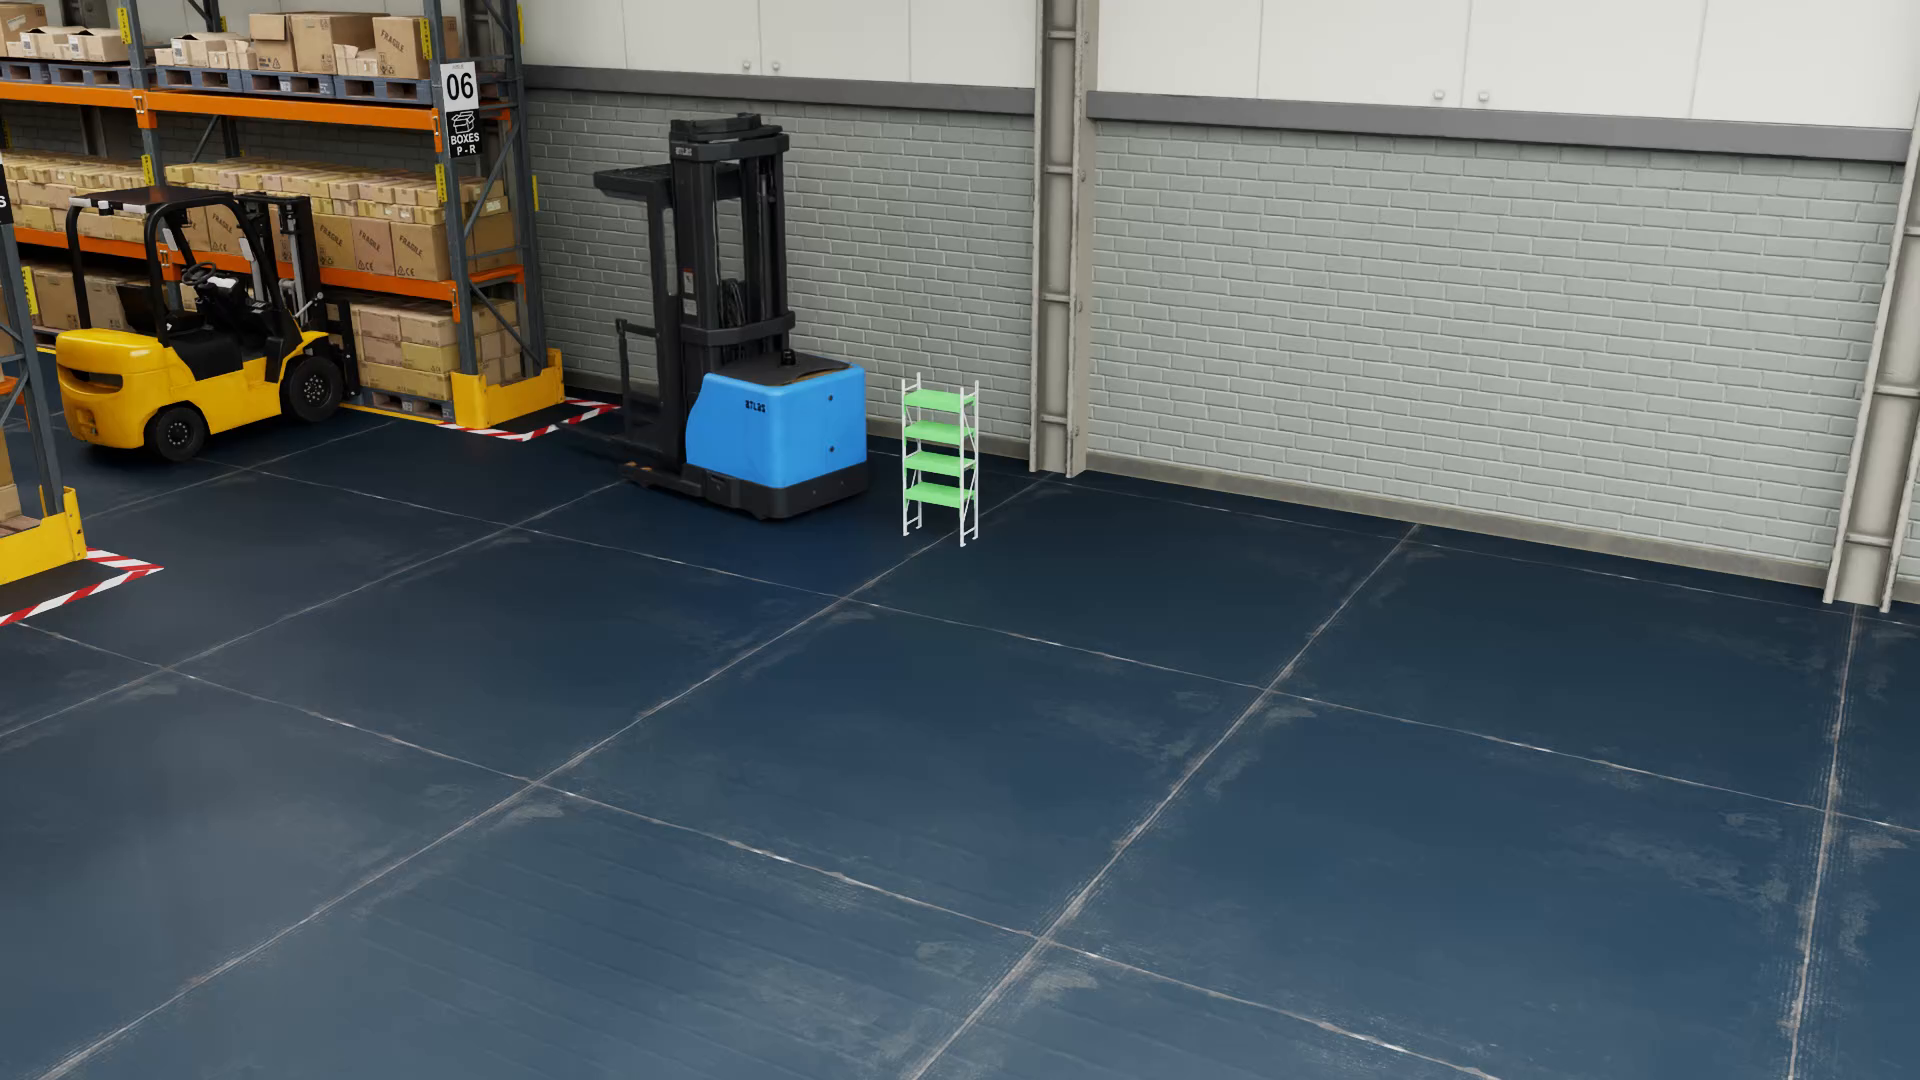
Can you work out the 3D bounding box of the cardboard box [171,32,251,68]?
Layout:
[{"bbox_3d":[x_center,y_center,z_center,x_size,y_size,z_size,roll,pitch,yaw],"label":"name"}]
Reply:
[{"bbox_3d":[-7.129,-4.683,15.846,0.500,0.311,0.500,11,23,28],"label":"cardboard box"}]

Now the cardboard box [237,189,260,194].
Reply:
[{"bbox_3d":[-6.711,-3.317,16.013,0.250,0.149,0.380,11,22,27],"label":"cardboard box"}]

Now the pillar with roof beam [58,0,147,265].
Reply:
[{"bbox_3d":[-11.751,-5.537,14.432,0.400,9.000,9.100,11,23,27],"label":"pillar with roof beam"}]

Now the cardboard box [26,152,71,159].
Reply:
[{"bbox_3d":[-10.119,-4.213,18.483,0.250,0.149,0.380,10,22,26],"label":"cardboard box"}]

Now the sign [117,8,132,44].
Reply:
[{"bbox_3d":[-7.993,-4.919,15.909,0.005,0.325,0.100,11,23,27],"label":"sign"}]

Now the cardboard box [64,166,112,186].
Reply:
[{"bbox_3d":[-9.058,-3.784,17.301,0.250,0.149,0.380,10,22,26],"label":"cardboard box"}]

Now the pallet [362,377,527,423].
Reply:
[{"bbox_3d":[-4.933,-1.420,15.970,1.213,0.211,1.003,11,23,27],"label":"pallet"}]

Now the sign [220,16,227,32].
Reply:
[{"bbox_3d":[-7.467,-5.137,16.855,0.005,0.325,0.100,11,23,27],"label":"sign"}]

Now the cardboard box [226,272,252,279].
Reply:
[{"bbox_3d":[-7.213,-2.632,17.172,0.500,0.250,0.500,11,23,28],"label":"cardboard box"}]

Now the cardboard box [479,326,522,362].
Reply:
[{"bbox_3d":[-4.554,-1.896,15.876,0.500,0.250,0.500,11,23,28],"label":"cardboard box"}]

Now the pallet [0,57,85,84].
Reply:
[{"bbox_3d":[-9.615,-4.996,17.618,1.213,0.211,1.003,12,23,30],"label":"pallet"}]

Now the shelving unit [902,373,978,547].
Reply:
[{"bbox_3d":[-0.145,-0.592,12.236,0.503,1.200,0.258,11,23,27],"label":"shelving unit"}]

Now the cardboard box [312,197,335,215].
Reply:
[{"bbox_3d":[-5.816,-3.148,15.548,0.250,0.149,0.380,11,23,28],"label":"cardboard box"}]

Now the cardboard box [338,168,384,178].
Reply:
[{"bbox_3d":[-5.770,-3.493,16.062,0.250,0.149,0.380,11,23,28],"label":"cardboard box"}]

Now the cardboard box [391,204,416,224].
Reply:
[{"bbox_3d":[-4.922,-2.976,15.072,0.250,0.149,0.380,11,23,28],"label":"cardboard box"}]

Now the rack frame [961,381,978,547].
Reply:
[{"bbox_3d":[0.068,-0.551,12.124,0.015,1.200,0.240,11,23,27],"label":"rack frame"}]

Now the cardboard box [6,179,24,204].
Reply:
[{"bbox_3d":[-10.076,-3.788,17.897,0.500,0.250,0.500,10,22,26],"label":"cardboard box"}]

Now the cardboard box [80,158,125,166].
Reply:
[{"bbox_3d":[-9.247,-4.023,17.959,0.250,0.149,0.380,11,23,28],"label":"cardboard box"}]

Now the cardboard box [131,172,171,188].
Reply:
[{"bbox_3d":[-8.143,-3.624,16.859,0.250,0.149,0.380,12,23,29],"label":"cardboard box"}]

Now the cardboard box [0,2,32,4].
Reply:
[{"bbox_3d":[-10.226,-5.401,17.547,0.500,0.500,0.700,10,22,26],"label":"cardboard box"}]

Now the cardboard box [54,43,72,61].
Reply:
[{"bbox_3d":[-8.845,-4.910,16.710,0.250,0.149,0.380,11,23,27],"label":"cardboard box"}]

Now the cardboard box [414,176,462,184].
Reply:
[{"bbox_3d":[-4.883,-3.321,15.586,0.250,0.149,0.380,11,23,28],"label":"cardboard box"}]

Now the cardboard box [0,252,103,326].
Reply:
[{"bbox_3d":[-10.117,-2.813,18.589,0.625,0.625,0.875,12,23,29],"label":"cardboard box"}]

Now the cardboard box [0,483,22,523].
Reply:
[{"bbox_3d":[-7.231,-0.259,12.097,0.500,0.250,0.500,11,22,27],"label":"cardboard box"}]

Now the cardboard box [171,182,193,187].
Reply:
[{"bbox_3d":[-7.587,-3.502,16.522,0.250,0.149,0.380,10,22,26],"label":"cardboard box"}]

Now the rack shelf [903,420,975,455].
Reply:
[{"bbox_3d":[-0.145,-0.757,12.176,0.480,0.148,0.258,11,23,27],"label":"rack shelf"}]

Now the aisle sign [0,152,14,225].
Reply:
[{"bbox_3d":[-6.457,-2.442,10.885,0.004,0.787,0.394,11,23,27],"label":"aisle sign"}]

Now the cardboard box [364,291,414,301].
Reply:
[{"bbox_3d":[-5.441,-2.296,16.245,0.500,0.250,0.500,11,22,27],"label":"cardboard box"}]

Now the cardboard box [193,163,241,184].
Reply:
[{"bbox_3d":[-7.322,-3.620,16.413,0.250,0.149,0.380,11,23,28],"label":"cardboard box"}]

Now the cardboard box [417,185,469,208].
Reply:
[{"bbox_3d":[-4.660,-3.105,14.991,0.250,0.149,0.380,11,23,27],"label":"cardboard box"}]

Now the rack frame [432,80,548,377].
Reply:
[{"bbox_3d":[-4.245,-2.616,15.178,0.127,3.000,1.000,11,23,27],"label":"rack frame"}]

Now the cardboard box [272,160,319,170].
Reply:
[{"bbox_3d":[-6.625,-3.693,16.612,0.250,0.149,0.380,10,22,26],"label":"cardboard box"}]

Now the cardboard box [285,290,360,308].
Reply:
[{"bbox_3d":[-6.131,-2.225,16.051,0.500,0.250,0.500,10,22,26],"label":"cardboard box"}]

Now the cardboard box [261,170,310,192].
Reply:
[{"bbox_3d":[-6.440,-3.441,15.918,0.250,0.149,0.380,11,23,27],"label":"cardboard box"}]

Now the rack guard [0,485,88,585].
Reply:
[{"bbox_3d":[-6.728,0.025,11.564,0.348,0.500,1.175,11,23,27],"label":"rack guard"}]

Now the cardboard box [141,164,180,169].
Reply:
[{"bbox_3d":[-8.365,-3.858,17.503,0.250,0.149,0.380,11,23,27],"label":"cardboard box"}]

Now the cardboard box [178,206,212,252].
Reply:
[{"bbox_3d":[-7.477,-3.177,16.577,0.500,0.500,0.500,10,22,26],"label":"cardboard box"}]

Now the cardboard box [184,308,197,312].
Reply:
[{"bbox_3d":[-7.465,-2.249,16.849,0.500,0.250,0.500,11,23,27],"label":"cardboard box"}]

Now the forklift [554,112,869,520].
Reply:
[{"bbox_3d":[-2.172,-1.928,13.383,3.031,2.935,1.130,16,26,38],"label":"forklift"}]

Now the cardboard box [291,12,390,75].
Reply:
[{"bbox_3d":[-5.595,-4.519,15.115,0.500,0.500,0.700,11,23,28],"label":"cardboard box"}]

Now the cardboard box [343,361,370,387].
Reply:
[{"bbox_3d":[-5.671,-1.676,16.004,0.500,0.250,0.500,11,23,28],"label":"cardboard box"}]

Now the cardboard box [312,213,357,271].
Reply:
[{"bbox_3d":[-5.698,-2.841,15.651,0.500,0.500,0.500,10,22,26],"label":"cardboard box"}]

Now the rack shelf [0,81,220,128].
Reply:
[{"bbox_3d":[-9.483,-4.686,17.540,4.000,0.370,1.077,11,23,27],"label":"rack shelf"}]

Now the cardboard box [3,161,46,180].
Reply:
[{"bbox_3d":[-9.962,-3.946,17.747,0.250,0.149,0.380,11,23,28],"label":"cardboard box"}]

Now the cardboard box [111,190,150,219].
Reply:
[{"bbox_3d":[-8.290,-3.451,16.968,0.500,0.250,0.500,10,22,26],"label":"cardboard box"}]

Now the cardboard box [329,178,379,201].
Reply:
[{"bbox_3d":[-5.595,-3.246,15.380,0.250,0.149,0.380,11,23,29],"label":"cardboard box"}]

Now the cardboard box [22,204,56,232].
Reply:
[{"bbox_3d":[-9.619,-3.474,17.763,0.500,0.250,0.500,12,23,29],"label":"cardboard box"}]

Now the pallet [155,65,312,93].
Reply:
[{"bbox_3d":[-6.979,-4.516,16.146,1.213,0.211,1.003,11,23,27],"label":"pallet"}]
